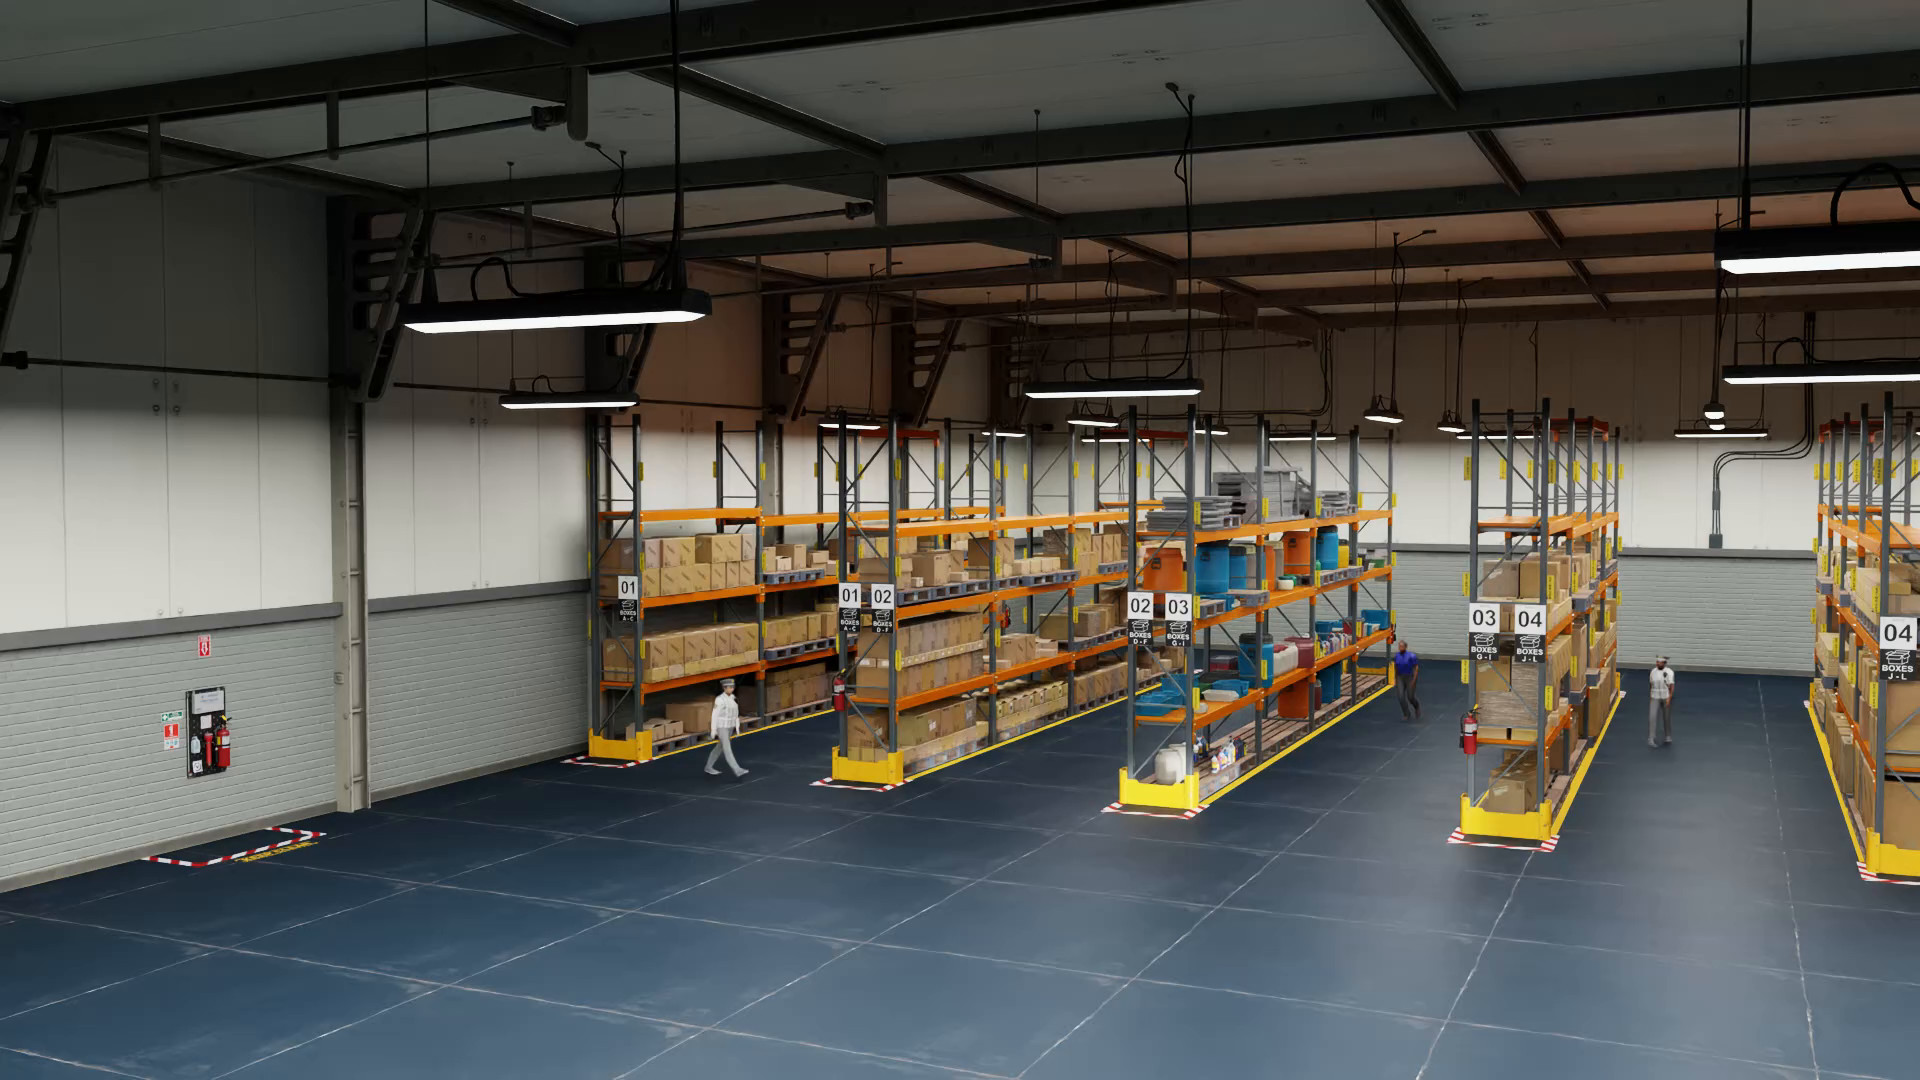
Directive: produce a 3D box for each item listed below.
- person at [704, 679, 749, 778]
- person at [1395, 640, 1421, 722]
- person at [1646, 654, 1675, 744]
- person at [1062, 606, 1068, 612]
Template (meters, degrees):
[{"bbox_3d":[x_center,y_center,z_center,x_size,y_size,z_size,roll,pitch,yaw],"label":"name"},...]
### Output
[{"bbox_3d":[-3.778,3.061,27.135,1.048,1.601,0.523,1,3,26],"label":"person"},{"bbox_3d":[9.035,2.818,33.510,0.504,1.628,0.620,2,3,39],"label":"person"},{"bbox_3d":[12.849,2.909,30.482,0.462,1.633,0.956,2,3,37],"label":"person"},{"bbox_3d":[2.669,2.468,41.965,0.468,1.575,1.064,1,2,16],"label":"person"}]
